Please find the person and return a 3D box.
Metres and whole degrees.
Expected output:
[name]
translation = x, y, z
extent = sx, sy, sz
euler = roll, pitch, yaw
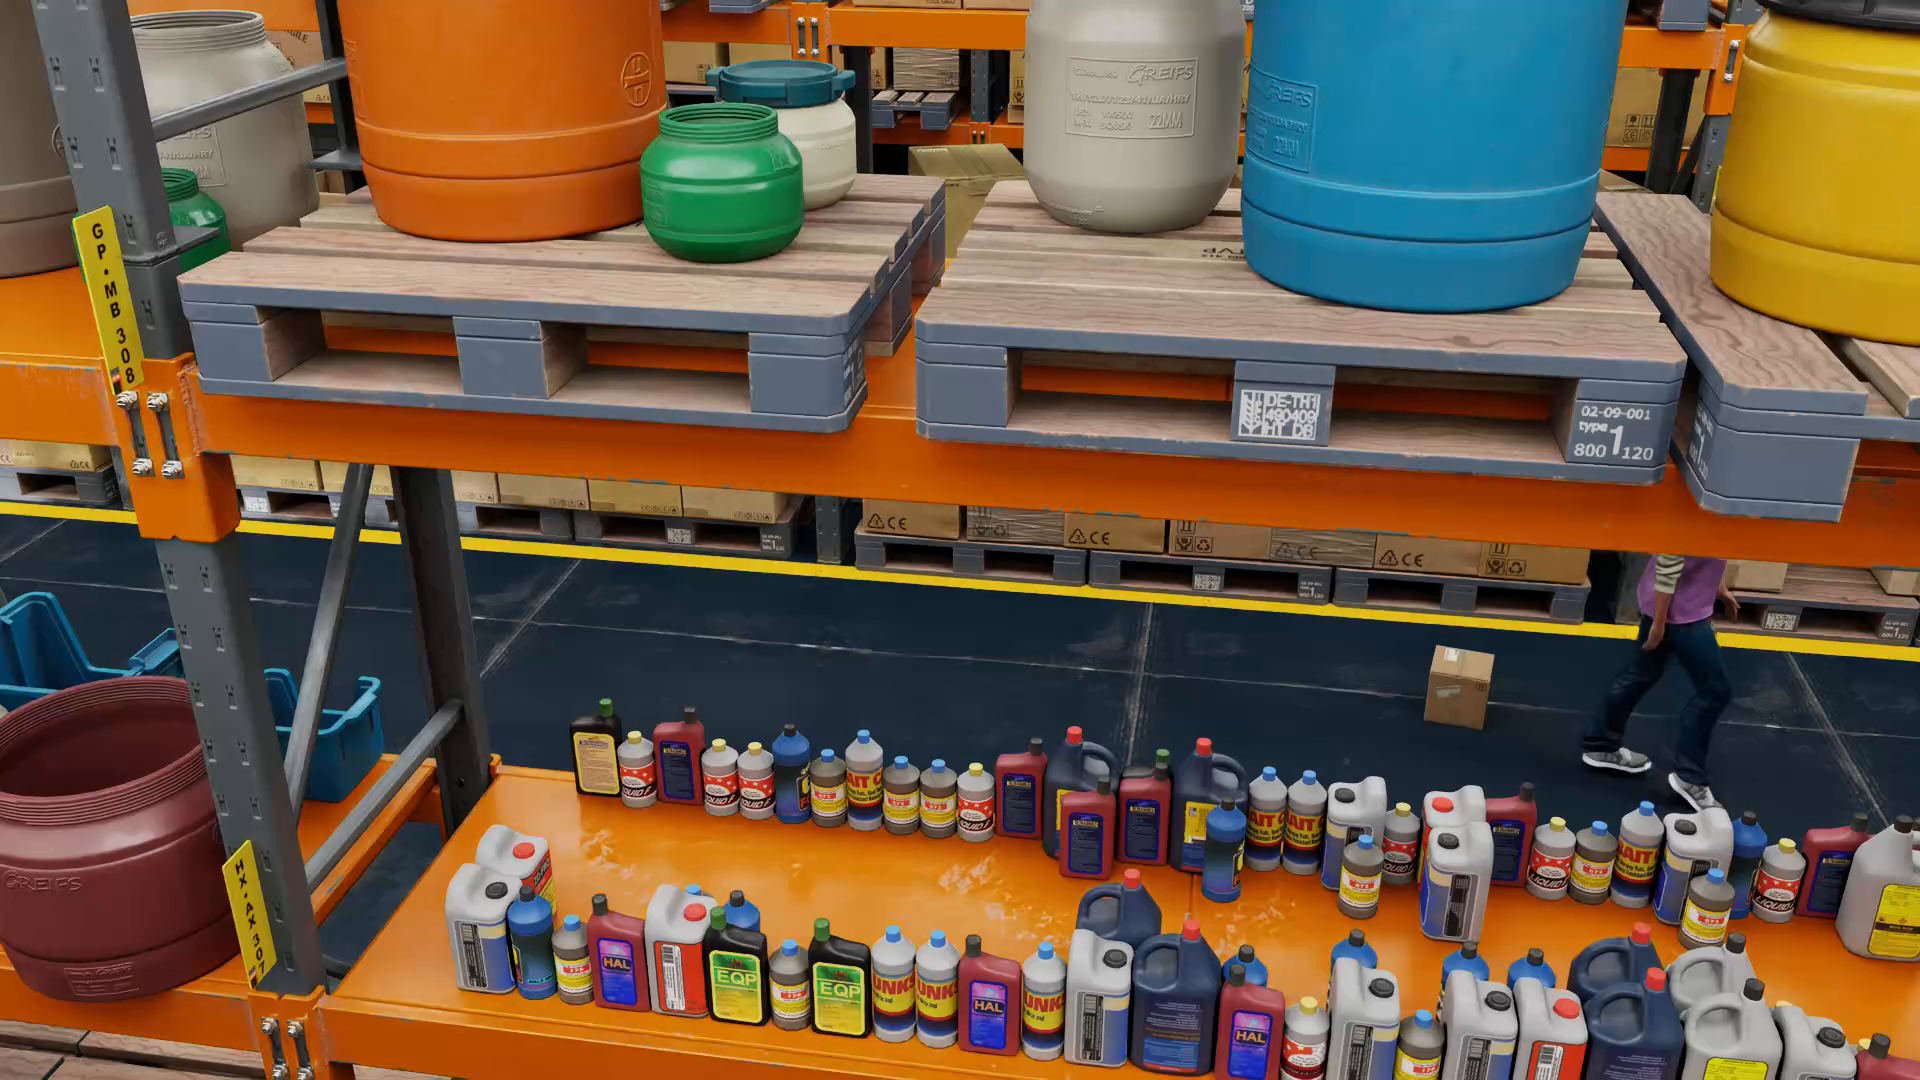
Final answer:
[person]
translation = 2.838, 0.296, 6.512
extent = 0.584, 1.643, 0.424
euler = 9, 27, 18
